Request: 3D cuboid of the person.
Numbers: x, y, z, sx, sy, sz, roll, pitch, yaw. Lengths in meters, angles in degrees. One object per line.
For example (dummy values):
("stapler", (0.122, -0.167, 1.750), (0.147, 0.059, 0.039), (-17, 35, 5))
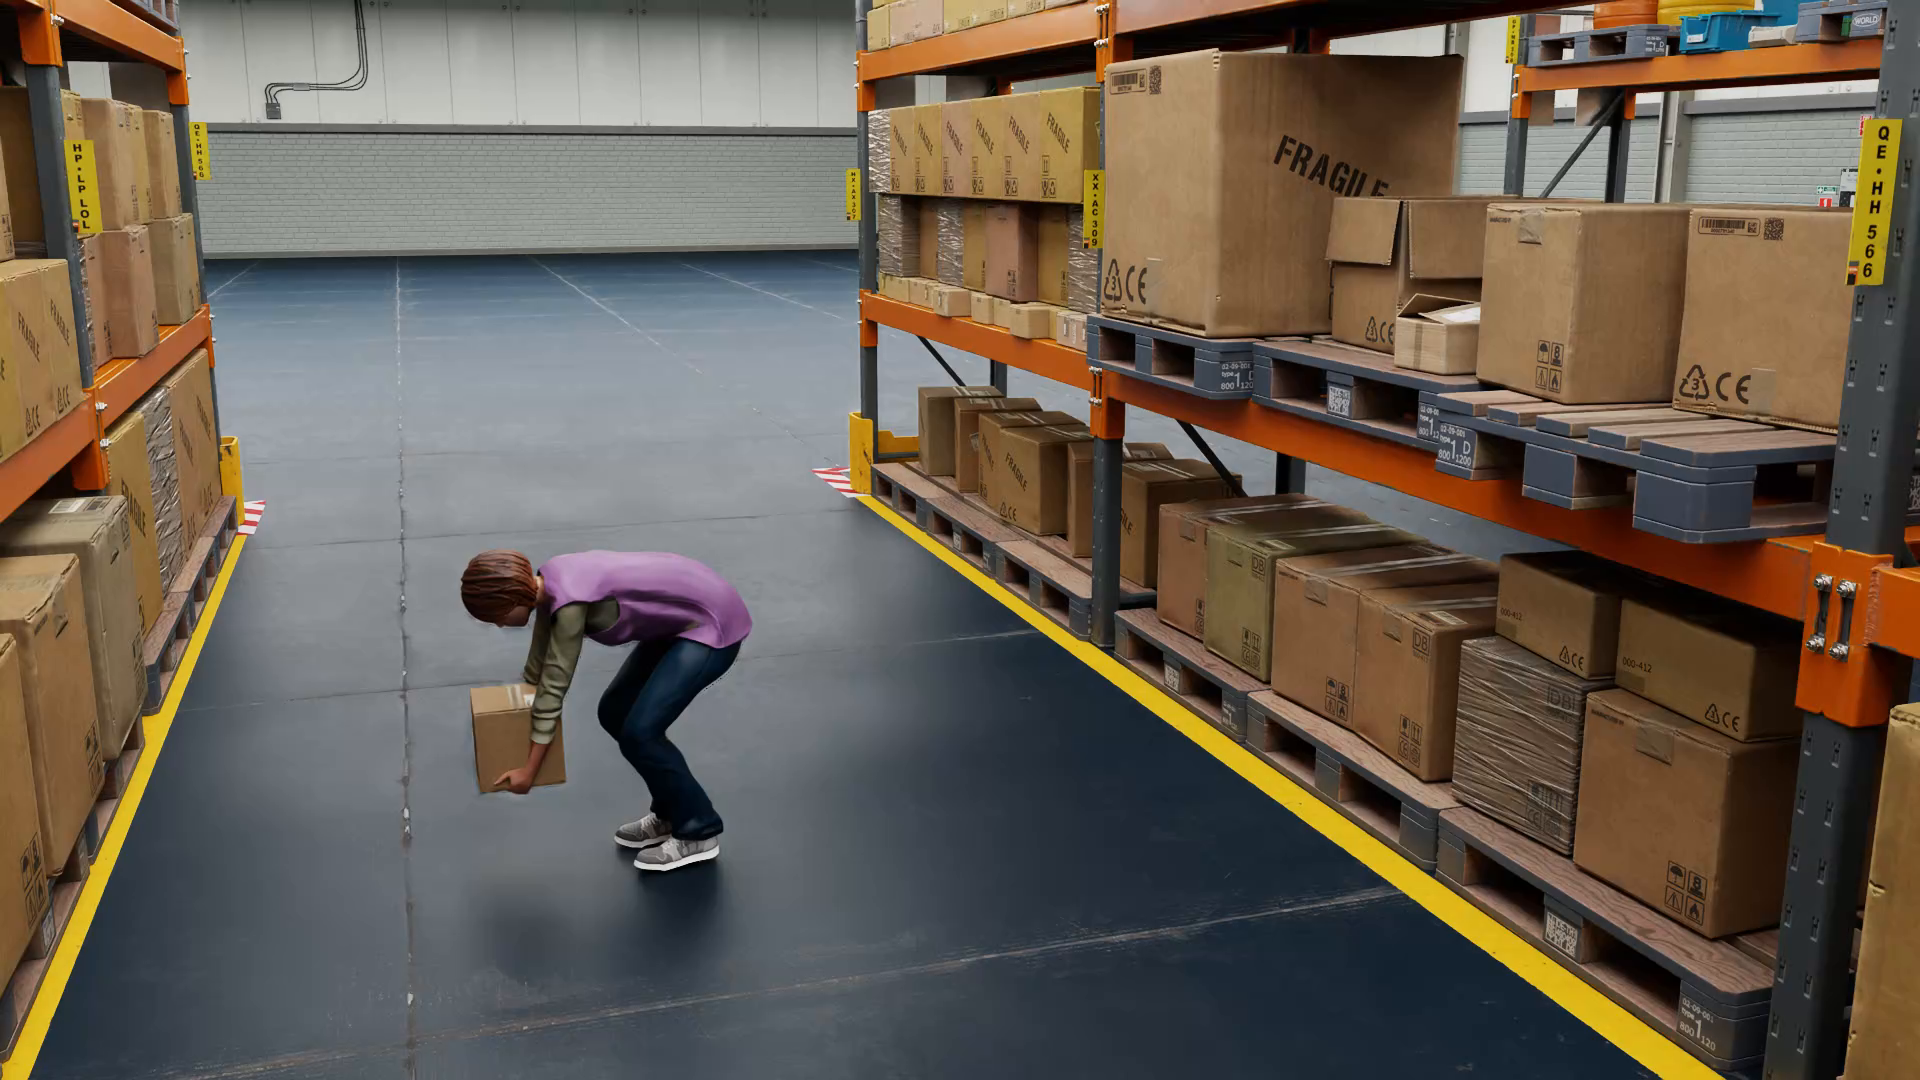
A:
("person", (-1.057, 0.502, 5.086), (0.857, 1.019, 0.412), (-5, 14, -21))
